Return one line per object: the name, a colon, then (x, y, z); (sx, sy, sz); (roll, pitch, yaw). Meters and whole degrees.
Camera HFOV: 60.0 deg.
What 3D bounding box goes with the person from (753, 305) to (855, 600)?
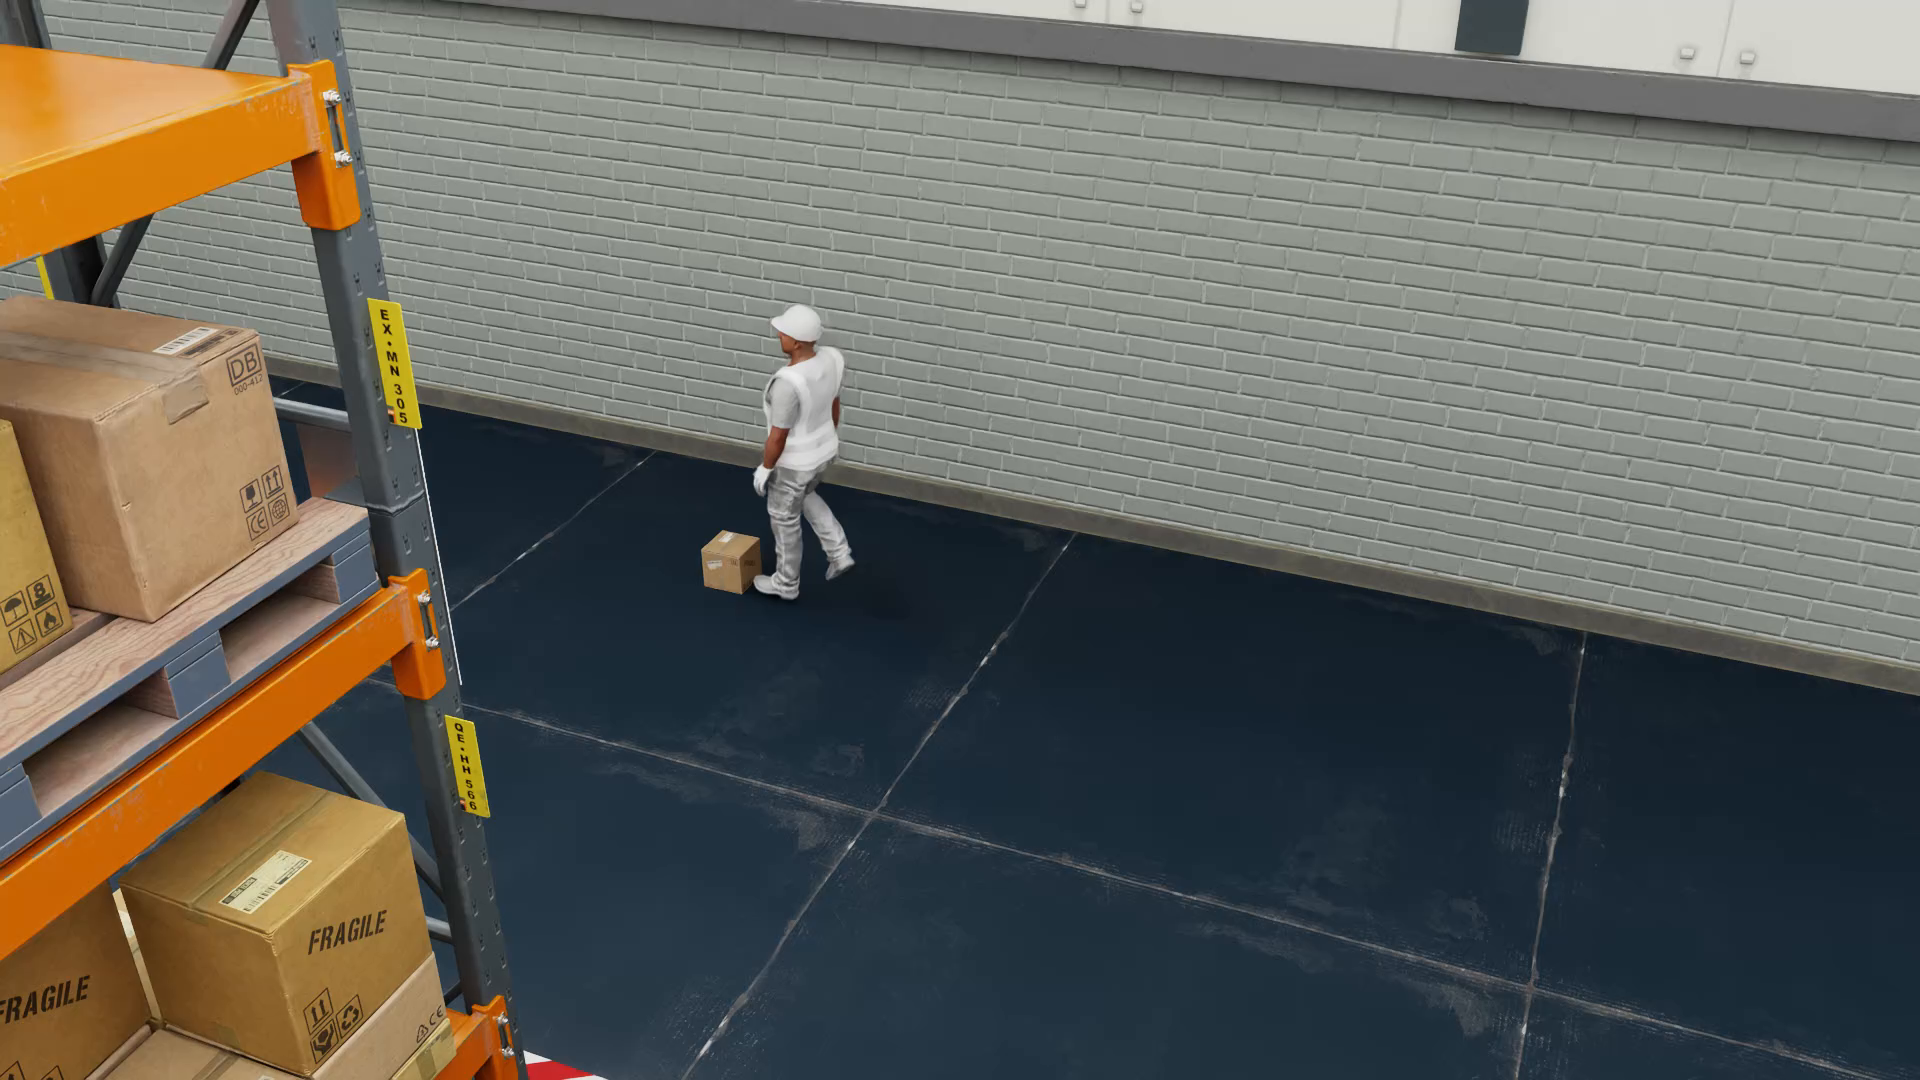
person: (-0.914, -0.480, 9.177); (0.570, 1.781, 0.605); (17, 33, 27)
